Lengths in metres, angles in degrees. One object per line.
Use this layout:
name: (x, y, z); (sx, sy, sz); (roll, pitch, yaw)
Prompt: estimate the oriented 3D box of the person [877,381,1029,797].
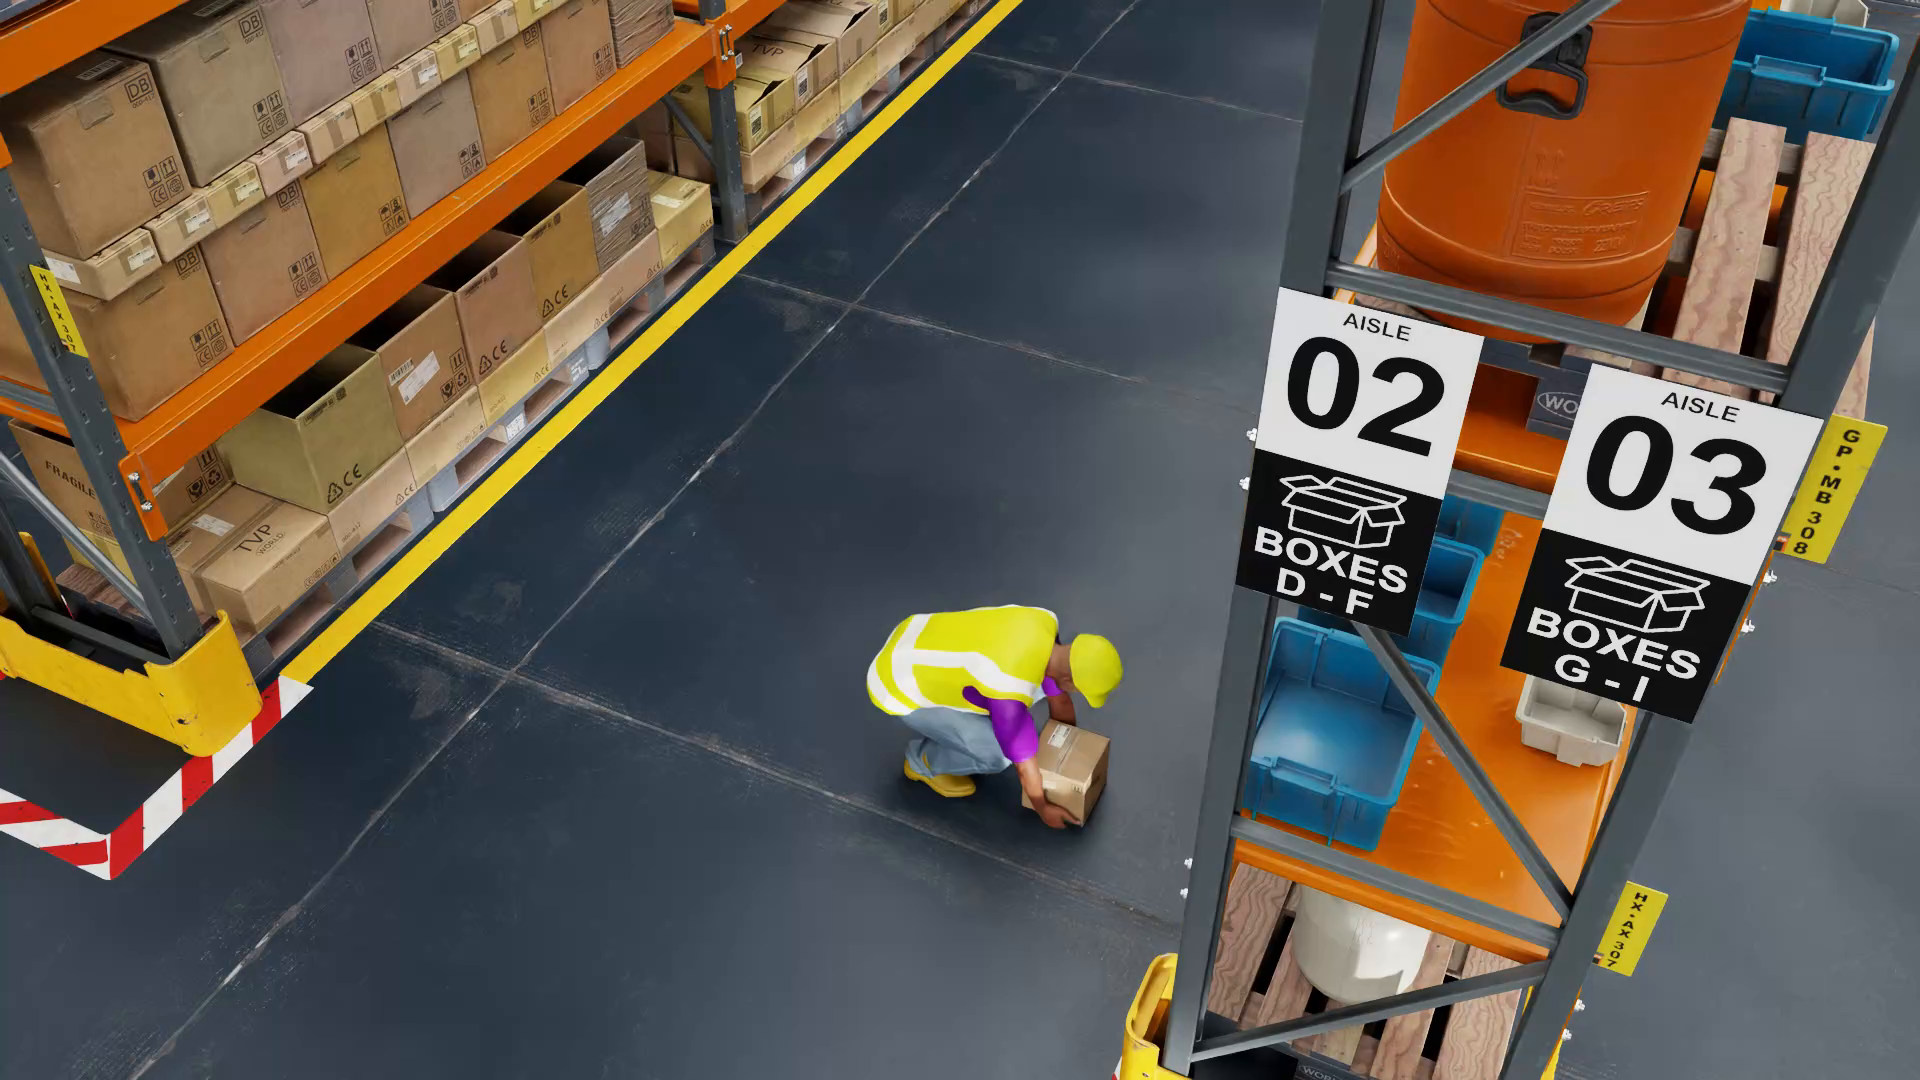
person: (0.041, 0.198, 5.921); (0.567, 1.763, 0.505); (17, 45, 18)
